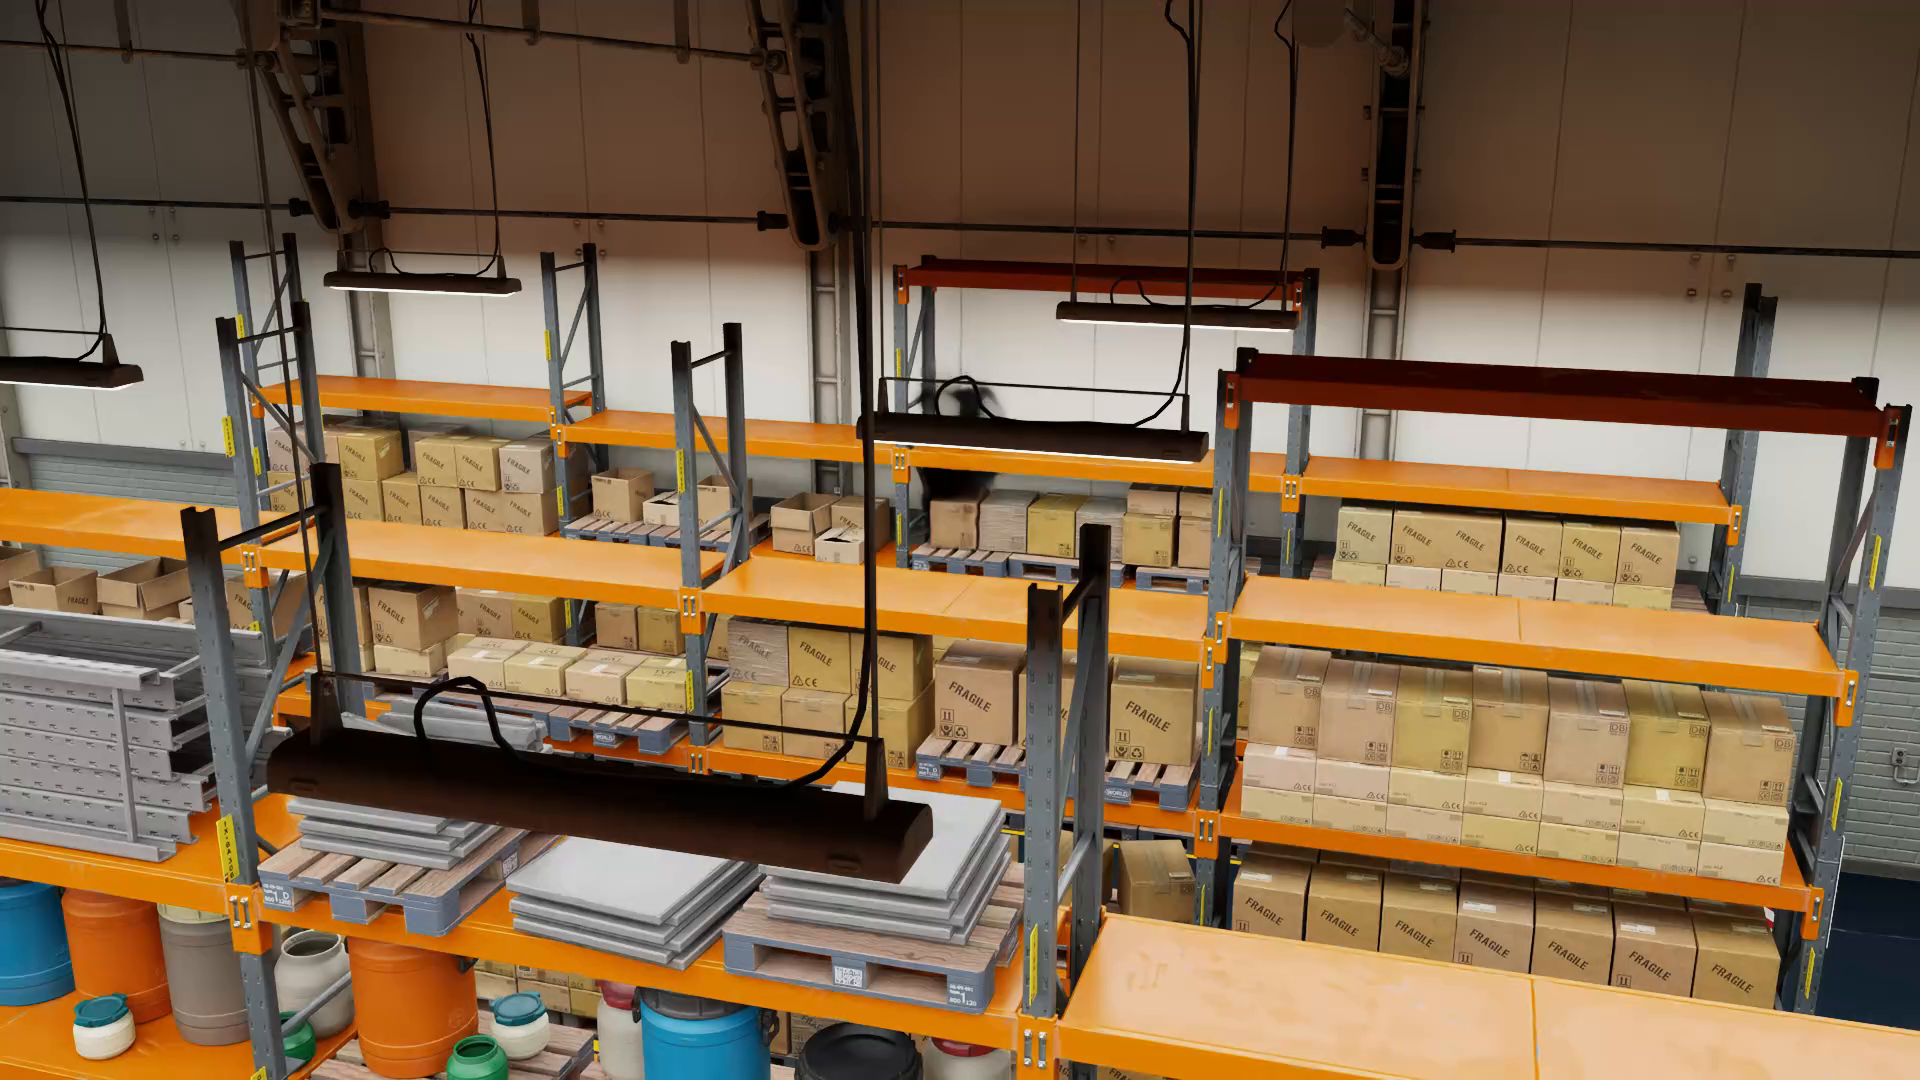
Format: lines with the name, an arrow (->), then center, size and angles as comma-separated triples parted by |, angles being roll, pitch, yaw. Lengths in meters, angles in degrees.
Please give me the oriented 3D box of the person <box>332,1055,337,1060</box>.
person -> -4.150, 4.164, 11.343 | 0.729, 1.743, 0.594 | 5, 17, 17
